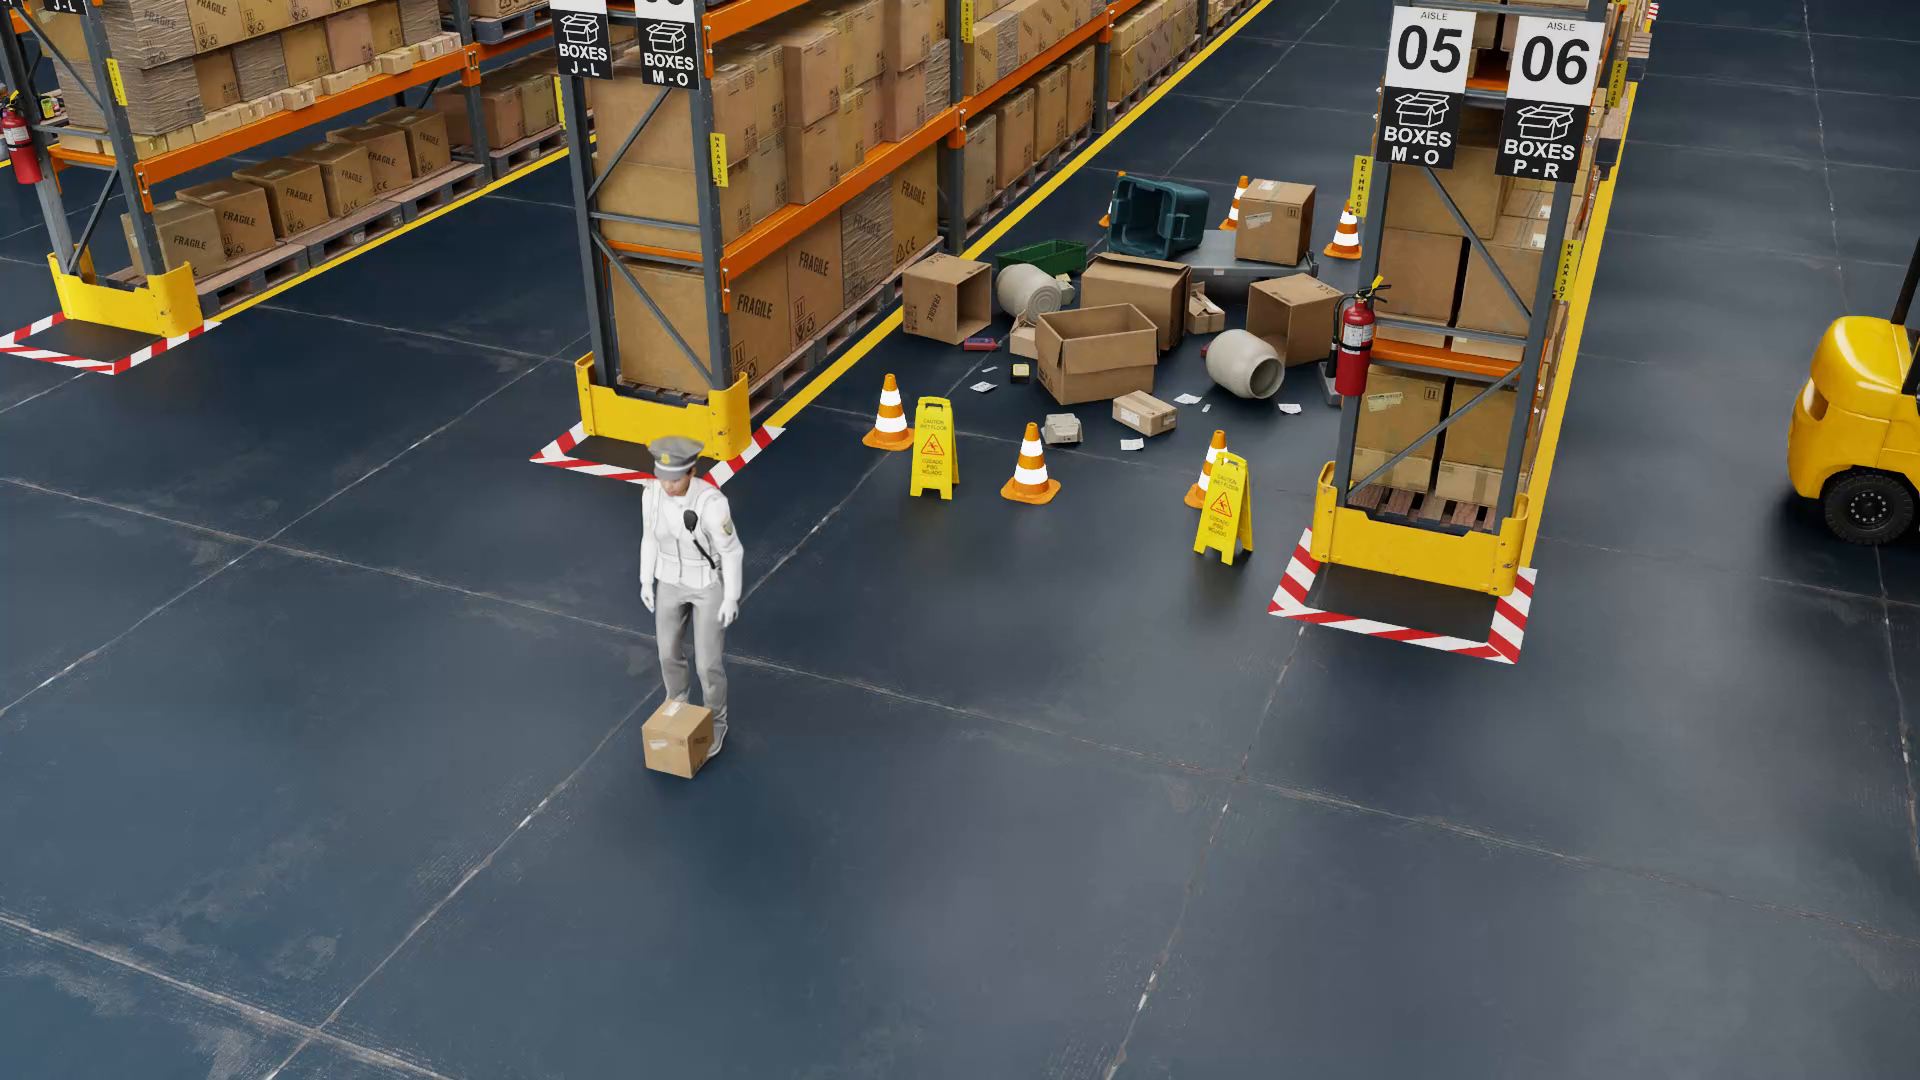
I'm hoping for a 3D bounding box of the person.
[{"bbox_3d":[-1.293,0.253,7.947,0.525,1.662,0.414,10,31,17],"label":"person"}]
